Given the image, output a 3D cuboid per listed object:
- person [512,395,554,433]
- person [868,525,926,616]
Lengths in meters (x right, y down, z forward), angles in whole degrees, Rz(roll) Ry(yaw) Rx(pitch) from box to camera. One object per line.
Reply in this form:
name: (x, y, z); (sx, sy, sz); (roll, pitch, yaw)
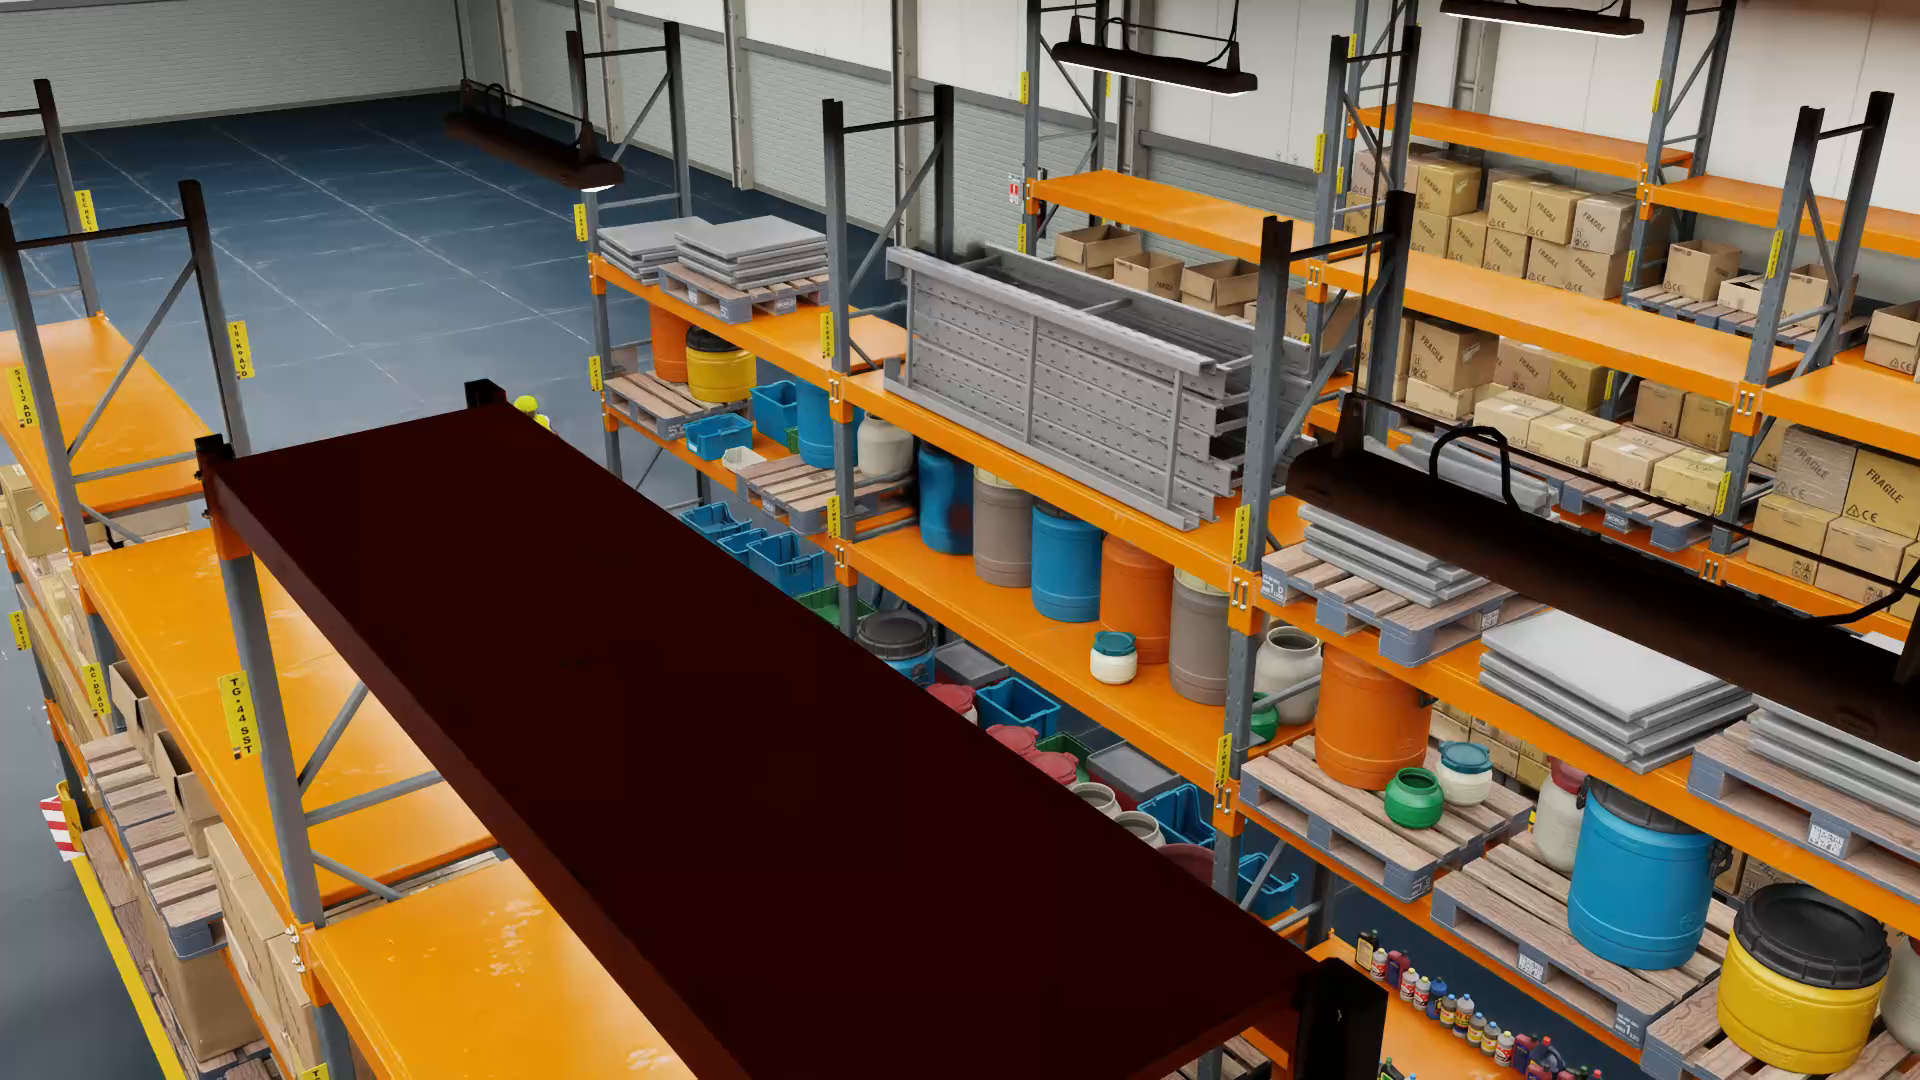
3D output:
person: (-4.650, -0.824, 18.691); (0.616, 1.752, 0.771); (8, 26, 17)
person: (-0.663, 0.117, 16.823); (0.781, 1.613, 0.607); (9, 26, 19)
